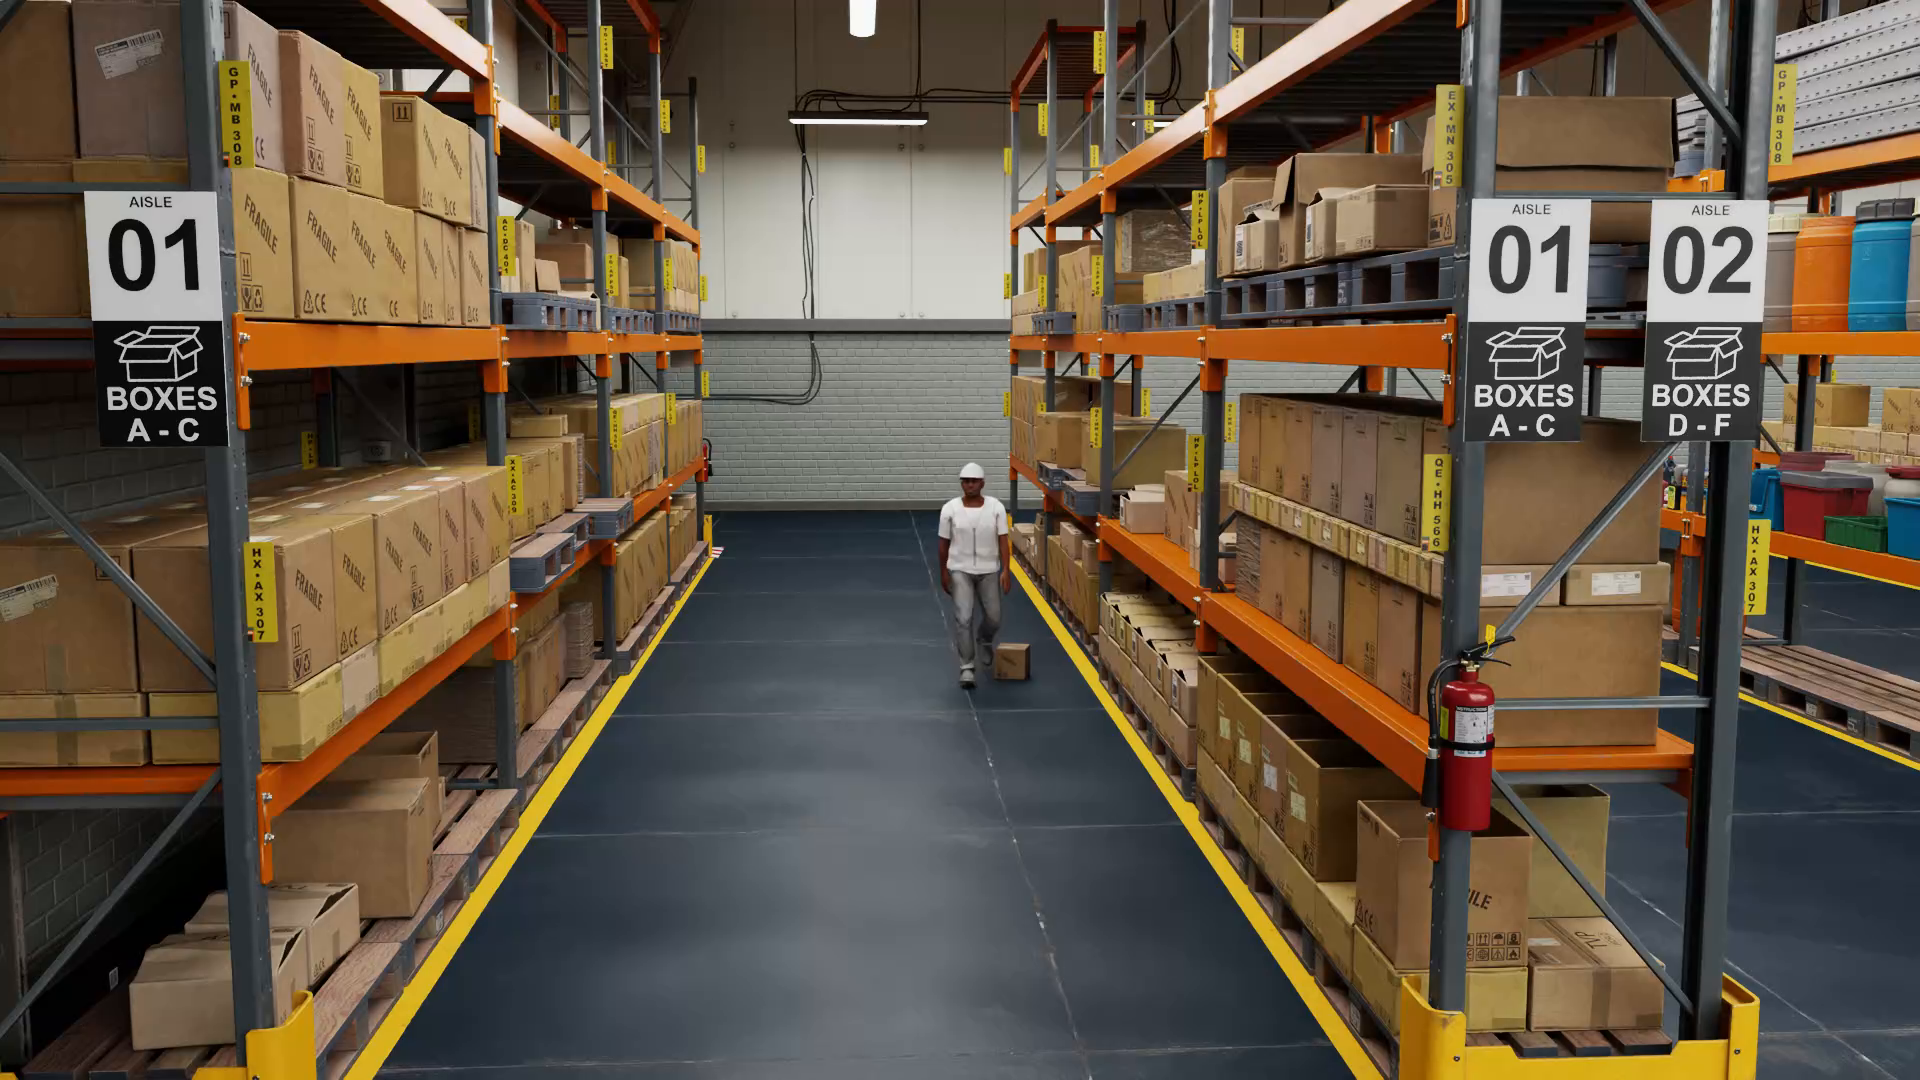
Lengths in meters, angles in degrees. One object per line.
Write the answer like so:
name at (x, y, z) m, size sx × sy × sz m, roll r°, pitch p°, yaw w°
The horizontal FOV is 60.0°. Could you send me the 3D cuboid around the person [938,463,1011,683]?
person at (0.116, 0.249, 13.387) m, size 0.579 × 1.749 × 0.706 m, roll 0°, pitch 7°, yaw -3°
